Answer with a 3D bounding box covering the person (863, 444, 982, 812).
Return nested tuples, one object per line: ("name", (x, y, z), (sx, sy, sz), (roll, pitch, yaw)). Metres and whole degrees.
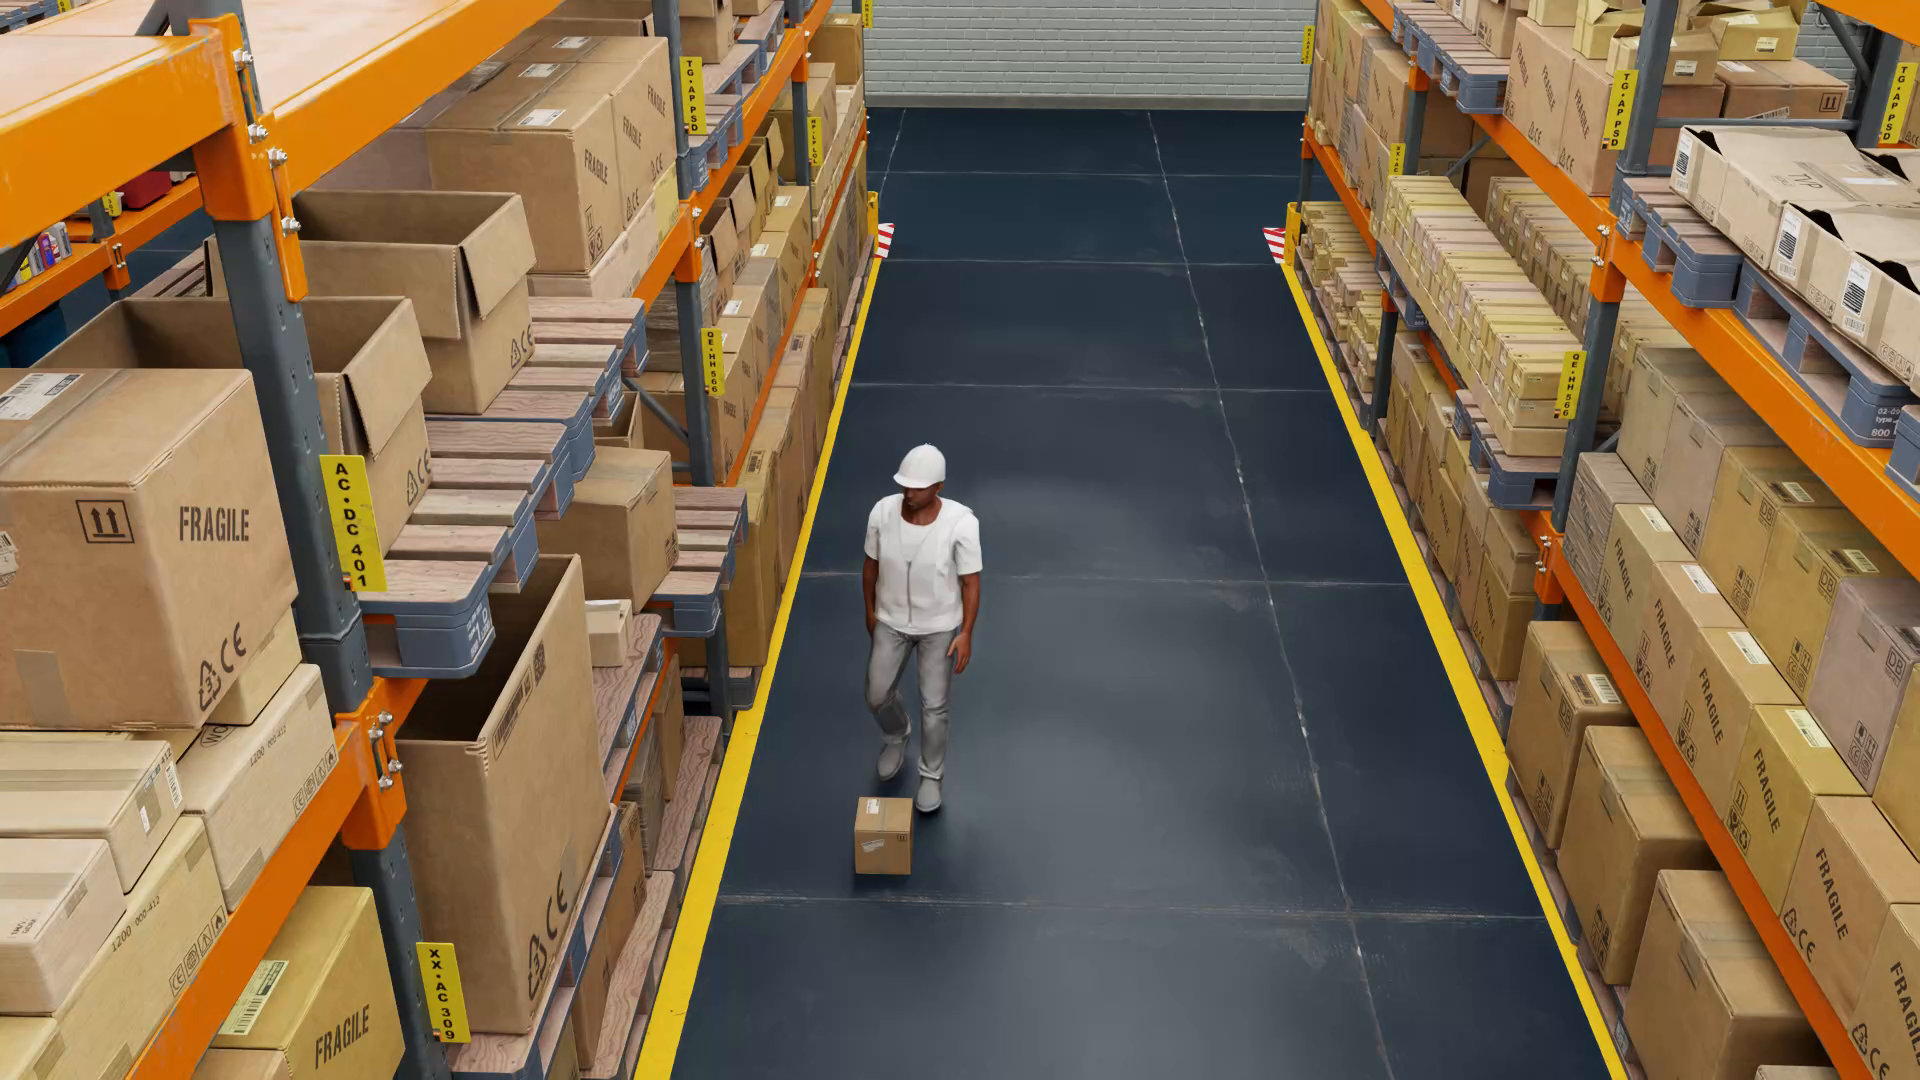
("person", (-0.208, 0.422, 7.775), (0.595, 1.778, 0.536), (7, 29, 13))
